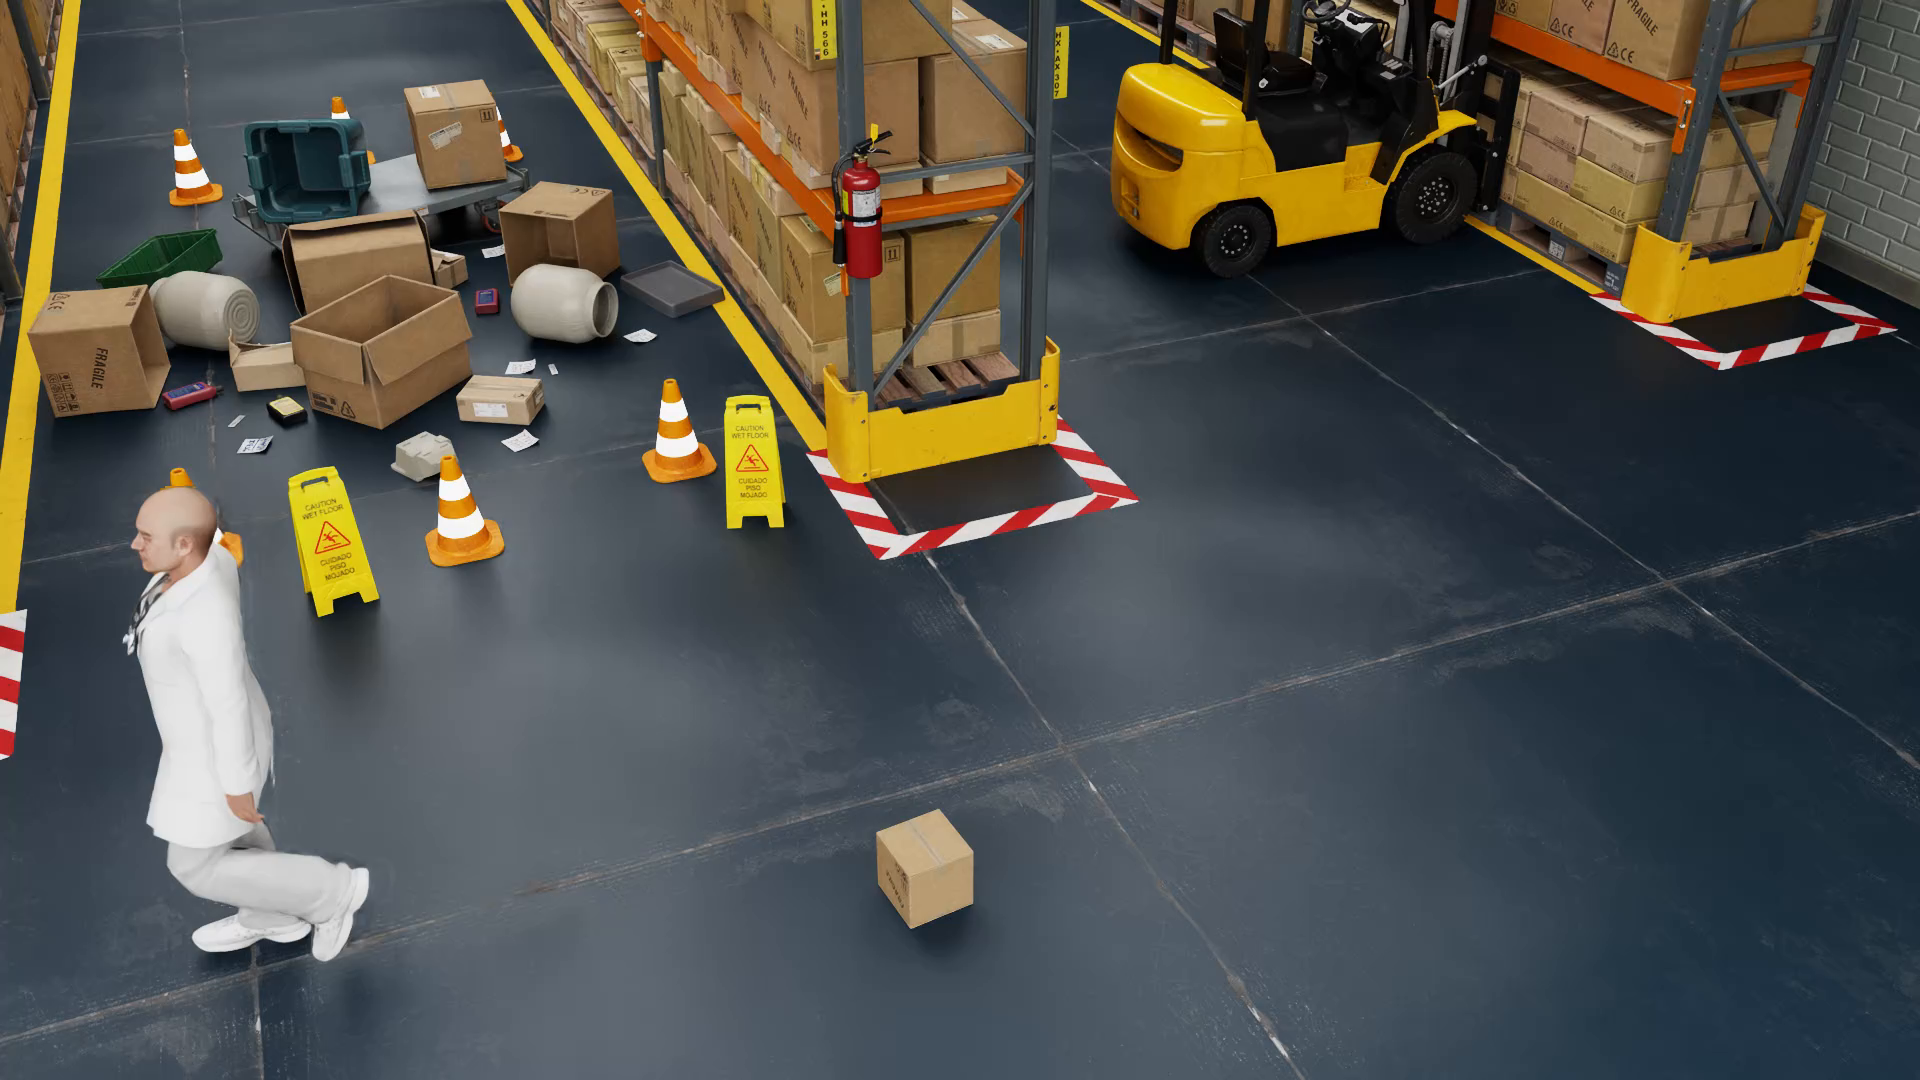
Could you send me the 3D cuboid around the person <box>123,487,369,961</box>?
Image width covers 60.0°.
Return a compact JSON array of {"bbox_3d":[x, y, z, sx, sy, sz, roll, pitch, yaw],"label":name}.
[{"bbox_3d":[-2.268,0.618,5.159,0.607,1.761,0.597,-11,35,-17],"label":"person"}]
